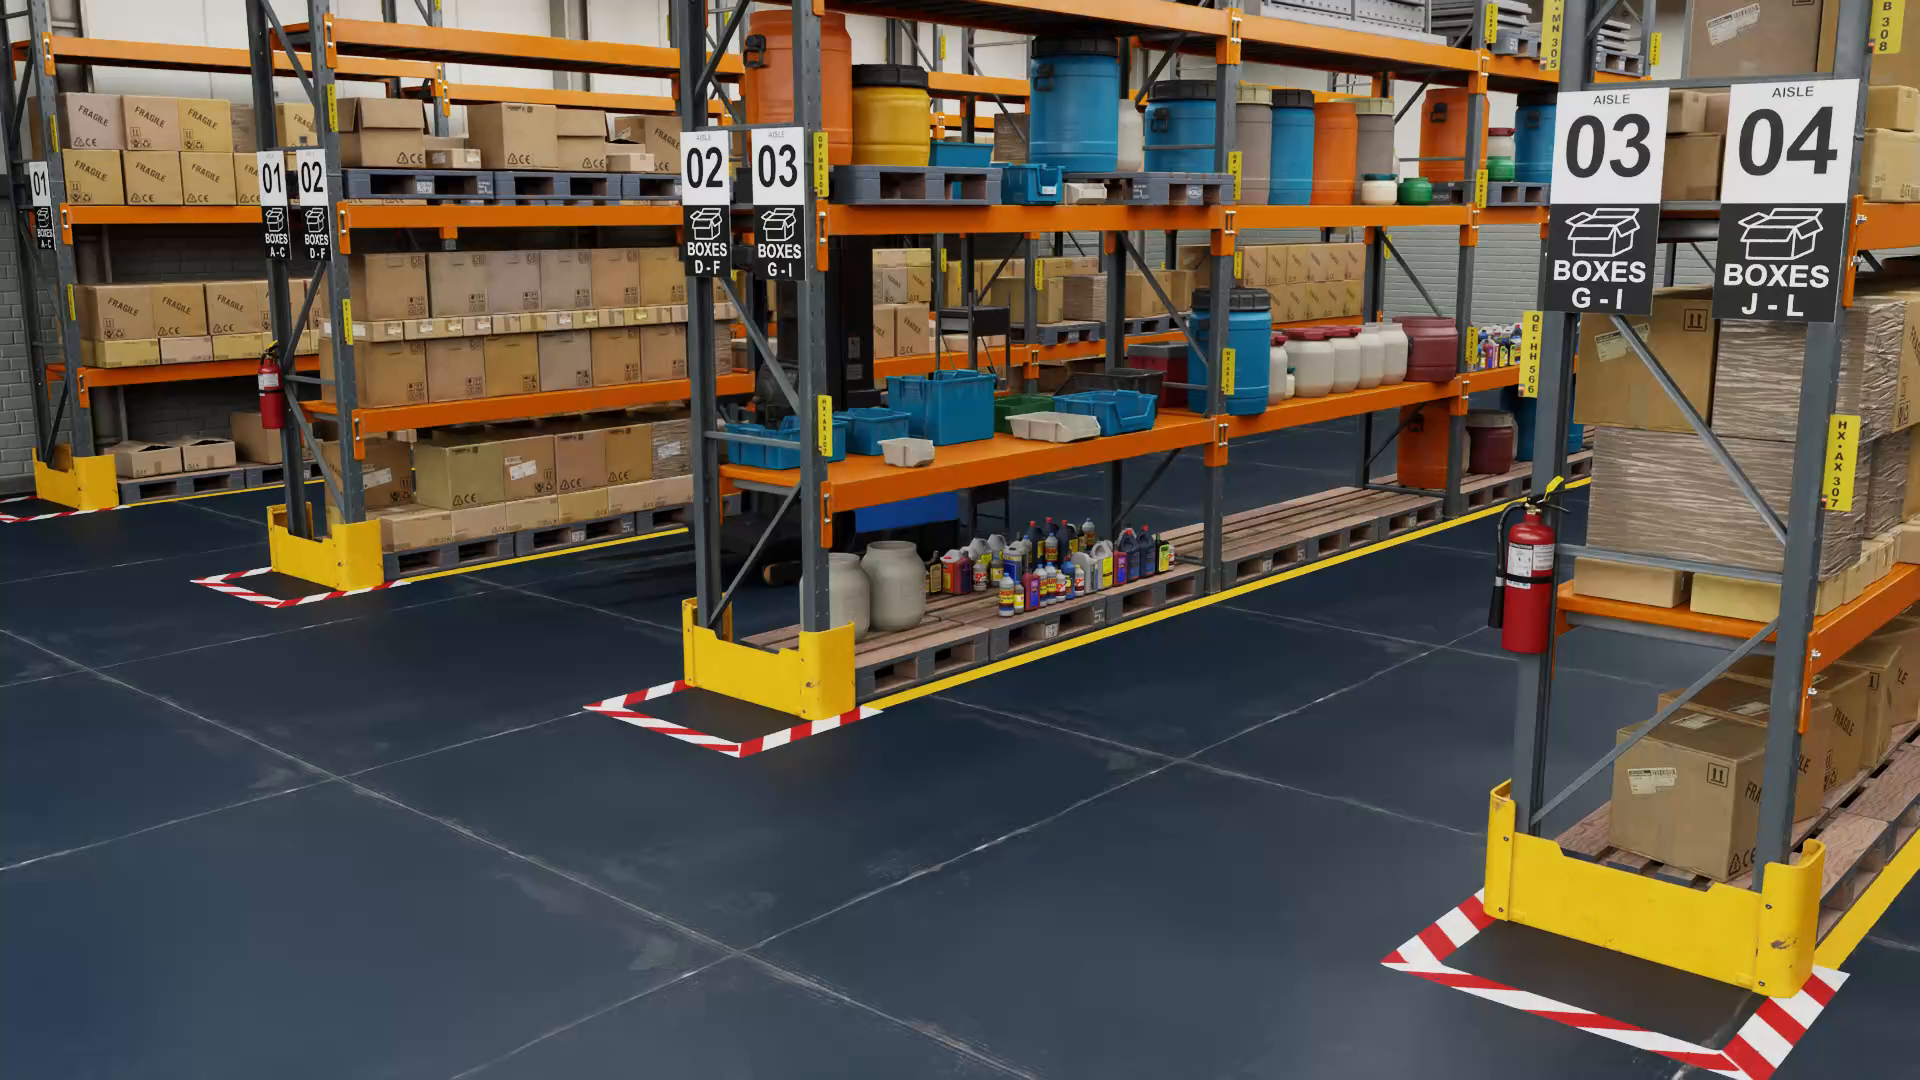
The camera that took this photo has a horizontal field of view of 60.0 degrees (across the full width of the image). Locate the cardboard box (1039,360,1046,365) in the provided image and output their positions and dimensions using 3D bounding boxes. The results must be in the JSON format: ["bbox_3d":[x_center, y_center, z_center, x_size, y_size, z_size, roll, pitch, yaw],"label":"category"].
[{"bbox_3d":[0.938,-2.901,26.387,0.700,0.500,0.500,9,14,39],"label":"cardboard box"}]

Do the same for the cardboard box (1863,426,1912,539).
[{"bbox_3d":[3.573,-0.338,7.233,0.875,0.500,0.500,10,15,40],"label":"cardboard box"}]

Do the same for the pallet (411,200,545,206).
[{"bbox_3d":[-5.447,-3.875,18.774,1.213,0.211,1.003,10,15,40],"label":"pallet"}]

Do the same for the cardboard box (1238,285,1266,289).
[{"bbox_3d":[3.611,-3.045,21.542,0.500,0.500,0.500,10,15,42],"label":"cardboard box"}]

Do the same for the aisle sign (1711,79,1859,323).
[{"bbox_3d":[2.772,-1.136,5.603,0.394,0.787,0.004,10,15,40],"label":"aisle sign"}]

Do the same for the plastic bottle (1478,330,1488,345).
[{"bbox_3d":[5.315,-2.002,16.904,0.097,0.271,0.097,0,11,0],"label":"plastic bottle"}]

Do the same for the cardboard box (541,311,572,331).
[{"bbox_3d":[-3.416,-1.814,13.721,0.380,0.149,0.250,10,15,41],"label":"cardboard box"}]

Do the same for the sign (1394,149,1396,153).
[{"bbox_3d":[6.114,-5.375,23.545,0.100,0.325,0.005,10,15,40],"label":"sign"}]

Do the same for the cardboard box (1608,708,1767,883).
[{"bbox_3d":[3.012,1.021,6.751,0.500,0.500,0.500,-9,14,-37],"label":"cardboard box"}]

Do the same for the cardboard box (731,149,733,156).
[{"bbox_3d":[-3.023,-4.821,21.651,0.700,0.500,0.500,8,14,36],"label":"cardboard box"}]

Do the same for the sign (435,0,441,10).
[{"bbox_3d":[-5.539,-5.785,17.612,0.100,0.325,0.005,10,15,40],"label":"sign"}]

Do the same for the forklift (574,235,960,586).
[{"bbox_3d":[-1.474,-1.209,12.783,3.031,2.935,1.130,-9,14,-37],"label":"forklift"}]

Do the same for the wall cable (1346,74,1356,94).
[{"bbox_3d":[8.021,-8.516,28.909,3.097,2.526,0.112,10,15,40],"label":"wall cable"}]

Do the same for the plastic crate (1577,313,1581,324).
[{"bbox_3d":[6.840,-2.449,18.704,0.392,0.384,0.575,10,15,40],"label":"plastic crate"}]

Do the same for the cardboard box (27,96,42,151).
[{"bbox_3d":[-8.487,-3.948,15.800,0.500,0.500,0.500,11,15,43],"label":"cardboard box"}]

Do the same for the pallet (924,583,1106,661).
[{"bbox_3d":[0.227,0.503,11.153,1.003,0.211,1.213,10,15,40],"label":"pallet"}]

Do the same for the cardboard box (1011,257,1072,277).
[{"bbox_3d":[1.185,-4.147,26.548,0.980,0.700,0.700,10,15,40],"label":"cardboard box"}]

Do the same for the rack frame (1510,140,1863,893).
[{"bbox_3d":[2.587,0.091,6.098,1.000,3.000,0.127,10,15,40],"label":"rack frame"}]

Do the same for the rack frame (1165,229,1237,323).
[{"bbox_3d":[3.070,-2.956,21.353,1.000,3.000,0.127,10,15,40],"label":"rack frame"}]

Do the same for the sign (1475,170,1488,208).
[{"bbox_3d":[4.565,-3.076,14.562,0.100,0.325,0.005,10,15,40],"label":"sign"}]

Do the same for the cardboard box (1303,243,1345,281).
[{"bbox_3d":[4.951,-3.831,22.928,0.500,0.500,0.500,10,15,42],"label":"cardboard box"}]

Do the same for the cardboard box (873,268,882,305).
[{"bbox_3d":[-1.437,-3.551,23.266,0.500,0.500,0.500,10,15,40],"label":"cardboard box"}]

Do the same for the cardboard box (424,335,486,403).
[{"bbox_3d":[-4.191,-1.384,13.229,0.700,0.500,0.500,10,15,42],"label":"cardboard box"}]

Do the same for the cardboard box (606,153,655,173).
[{"bbox_3d":[-2.802,-3.188,14.070,0.380,0.149,0.250,10,15,40],"label":"cardboard box"}]

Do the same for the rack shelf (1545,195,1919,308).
[{"bbox_3d":[3.907,-1.322,7.348,1.077,0.370,4.000,10,15,40],"label":"rack shelf"}]

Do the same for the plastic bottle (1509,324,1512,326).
[{"bbox_3d":[5.858,-2.166,17.724,0.097,0.271,0.097,0,11,0],"label":"plastic bottle"}]

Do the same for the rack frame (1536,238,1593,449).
[{"bbox_3d":[6.788,-2.315,18.143,1.000,3.000,0.127,10,15,40],"label":"rack frame"}]

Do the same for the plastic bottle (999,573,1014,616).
[{"bbox_3d":[0.298,0.346,10.662,0.097,0.271,0.097,0,11,0],"label":"plastic bottle"}]

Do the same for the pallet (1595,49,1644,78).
[{"bbox_3d":[6.265,-4.842,16.984,1.003,0.211,1.213,10,15,40],"label":"pallet"}]

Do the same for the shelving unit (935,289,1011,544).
[{"bbox_3d":[0.109,-1.054,14.127,0.431,2.100,0.503,10,15,40],"label":"shelving unit"}]

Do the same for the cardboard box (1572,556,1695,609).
[{"bbox_3d":[2.620,0.145,6.466,0.380,0.149,0.250,10,15,40],"label":"cardboard box"}]

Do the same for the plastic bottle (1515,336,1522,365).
[{"bbox_3d":[5.383,-1.835,16.067,0.097,0.271,0.097,0,11,0],"label":"plastic bottle"}]

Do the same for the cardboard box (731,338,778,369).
[{"bbox_3d":[-1.919,-1.784,15.865,0.500,0.250,0.500,11,16,44],"label":"cardboard box"}]

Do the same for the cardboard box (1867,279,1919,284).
[{"bbox_3d":[4.477,-0.934,7.661,0.500,0.500,0.500,10,15,40],"label":"cardboard box"}]

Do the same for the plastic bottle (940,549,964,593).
[{"bbox_3d":[-0.063,0.210,11.332,0.152,0.276,0.135,10,15,41],"label":"plastic bottle"}]

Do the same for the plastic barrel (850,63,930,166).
[{"bbox_3d":[-0.476,-2.503,9.873,0.600,0.588,0.600,0,11,0],"label":"plastic barrel"}]

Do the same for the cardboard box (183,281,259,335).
[{"bbox_3d":[-7.355,-2.312,16.548,0.500,0.500,0.500,9,14,39],"label":"cardboard box"}]

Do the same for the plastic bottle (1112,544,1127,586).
[{"bbox_3d":[1.095,0.168,11.524,0.133,0.283,0.061,-11,16,-44],"label":"plastic bottle"}]

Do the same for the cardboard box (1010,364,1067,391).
[{"bbox_3d":[0.904,-1.902,19.419,0.500,0.250,0.500,11,15,42],"label":"cardboard box"}]

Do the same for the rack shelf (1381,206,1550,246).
[{"bbox_3d":[5.468,-3.139,16.447,1.077,0.370,4.000,10,15,40],"label":"rack shelf"}]

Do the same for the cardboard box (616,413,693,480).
[{"bbox_3d":[-2.692,-0.836,14.770,0.500,0.500,0.500,10,15,40],"label":"cardboard box"}]

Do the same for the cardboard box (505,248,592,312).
[{"bbox_3d":[-3.493,-2.177,13.883,0.700,0.500,0.500,10,15,40],"label":"cardboard box"}]

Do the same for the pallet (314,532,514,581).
[{"bbox_3d":[-4.378,0.059,13.377,1.003,0.211,1.213,10,15,40],"label":"pallet"}]

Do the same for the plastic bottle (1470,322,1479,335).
[{"bbox_3d":[5.195,-2.050,16.942,0.144,0.351,0.185,10,15,40],"label":"plastic bottle"}]

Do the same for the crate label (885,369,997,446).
[{"bbox_3d":[-0.122,-0.873,10.831,0.502,0.435,0.616,10,15,40],"label":"crate label"}]

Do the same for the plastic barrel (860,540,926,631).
[{"bbox_3d":[-0.425,0.284,10.410,0.421,0.512,0.421,0,11,0],"label":"plastic barrel"}]

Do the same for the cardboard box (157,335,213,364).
[{"bbox_3d":[-7.683,-1.876,16.275,0.500,0.250,0.500,9,15,39],"label":"cardboard box"}]

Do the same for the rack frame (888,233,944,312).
[{"bbox_3d":[-0.654,-3.596,24.556,1.000,3.000,0.127,10,15,40],"label":"rack frame"}]

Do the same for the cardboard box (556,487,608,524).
[{"bbox_3d":[-3.339,-0.319,14.096,0.500,0.250,0.500,10,15,40],"label":"cardboard box"}]

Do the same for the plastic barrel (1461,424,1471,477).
[{"bbox_3d":[4.763,-0.881,16.245,0.421,0.512,0.421,0,11,0],"label":"plastic barrel"}]

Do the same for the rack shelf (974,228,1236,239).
[{"bbox_3d":[1.749,-3.780,19.656,1.077,0.370,4.000,10,15,40],"label":"rack shelf"}]

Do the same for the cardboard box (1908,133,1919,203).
[{"bbox_3d":[3.435,-1.421,6.390,0.500,0.250,0.500,9,15,39],"label":"cardboard box"}]

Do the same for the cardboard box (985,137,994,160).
[{"bbox_3d":[0.362,-5.761,24.879,0.500,0.500,0.500,9,15,39],"label":"cardboard box"}]
